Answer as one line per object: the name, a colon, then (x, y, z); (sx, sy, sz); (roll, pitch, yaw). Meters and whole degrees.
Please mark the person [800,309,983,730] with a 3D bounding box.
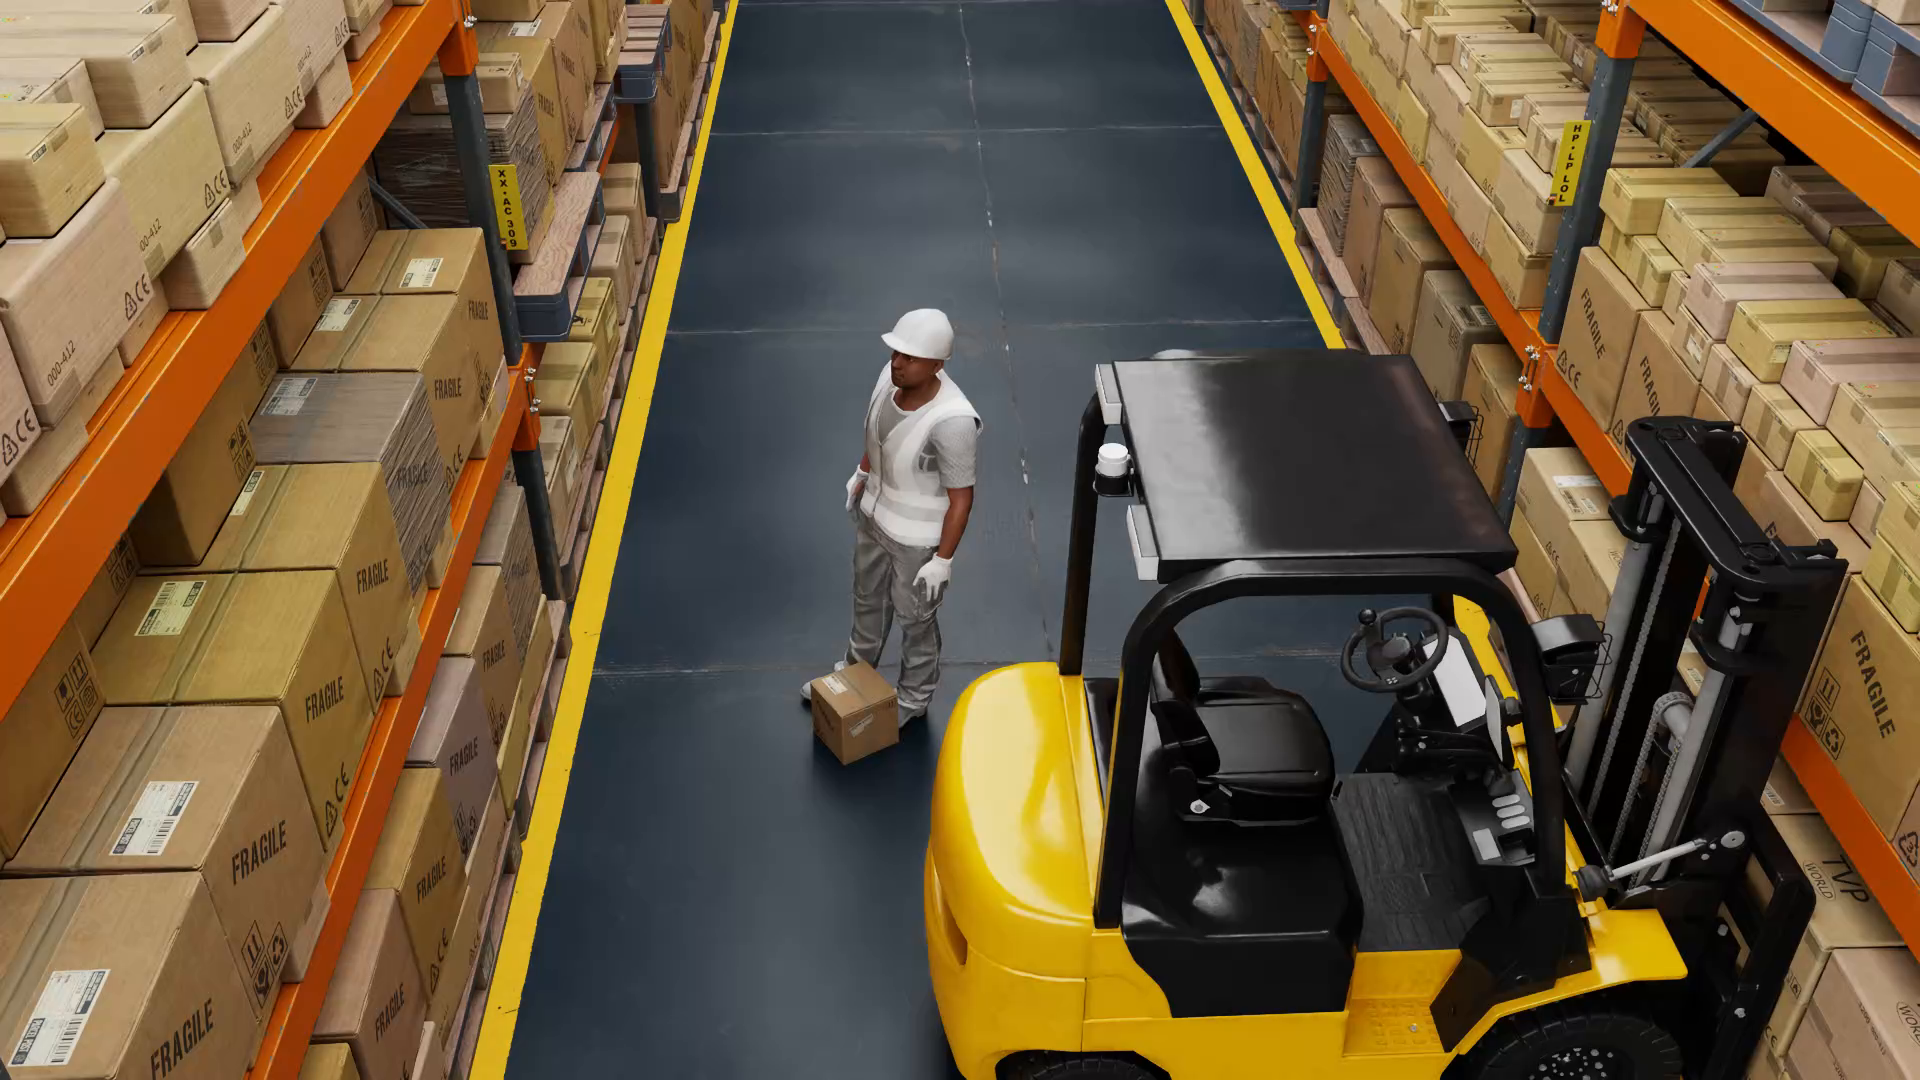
person: (-0.260, -0.037, 6.165); (0.575, 1.785, 0.657); (-19, 39, -25)
